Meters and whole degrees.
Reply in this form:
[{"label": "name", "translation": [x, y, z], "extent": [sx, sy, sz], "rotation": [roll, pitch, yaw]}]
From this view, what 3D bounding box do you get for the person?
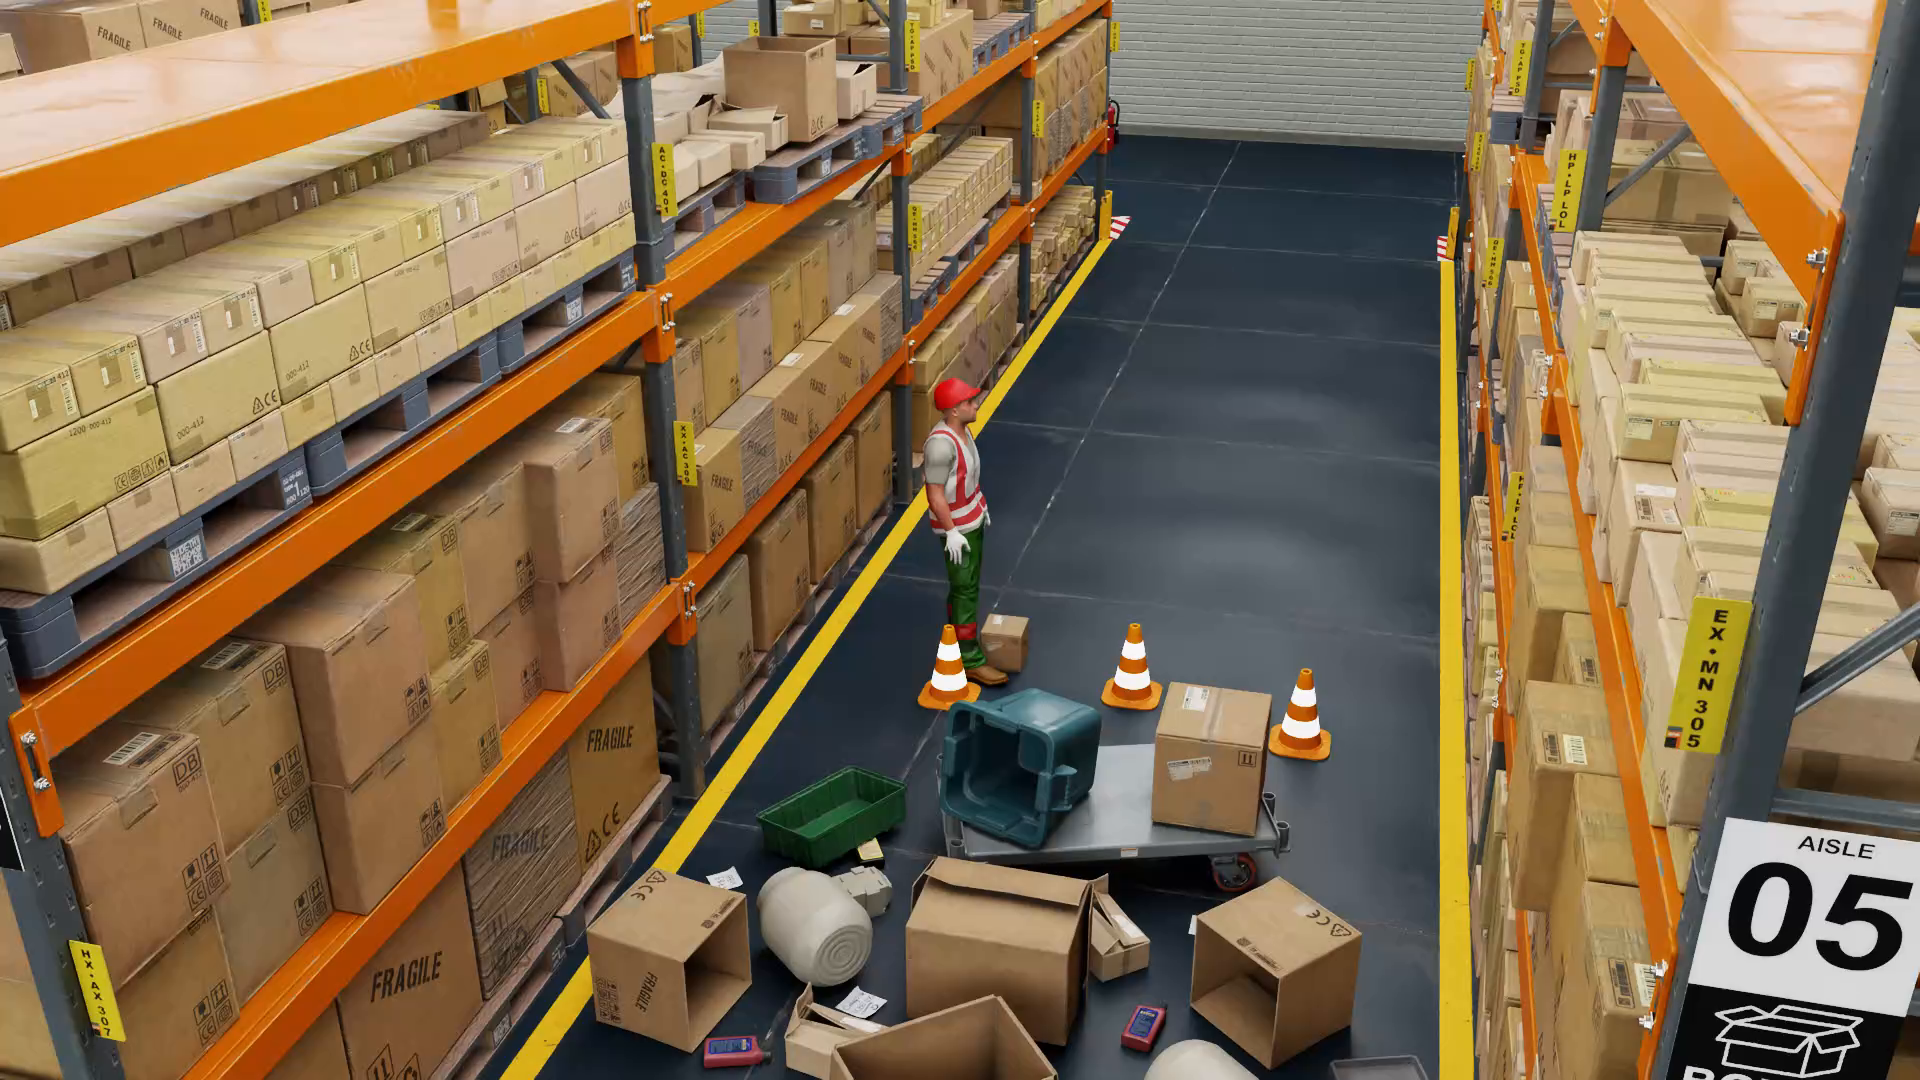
[{"label": "person", "translation": [0.078, -0.081, 9.835], "extent": [0.565, 1.785, 0.638], "rotation": [6, 26, 13]}]
